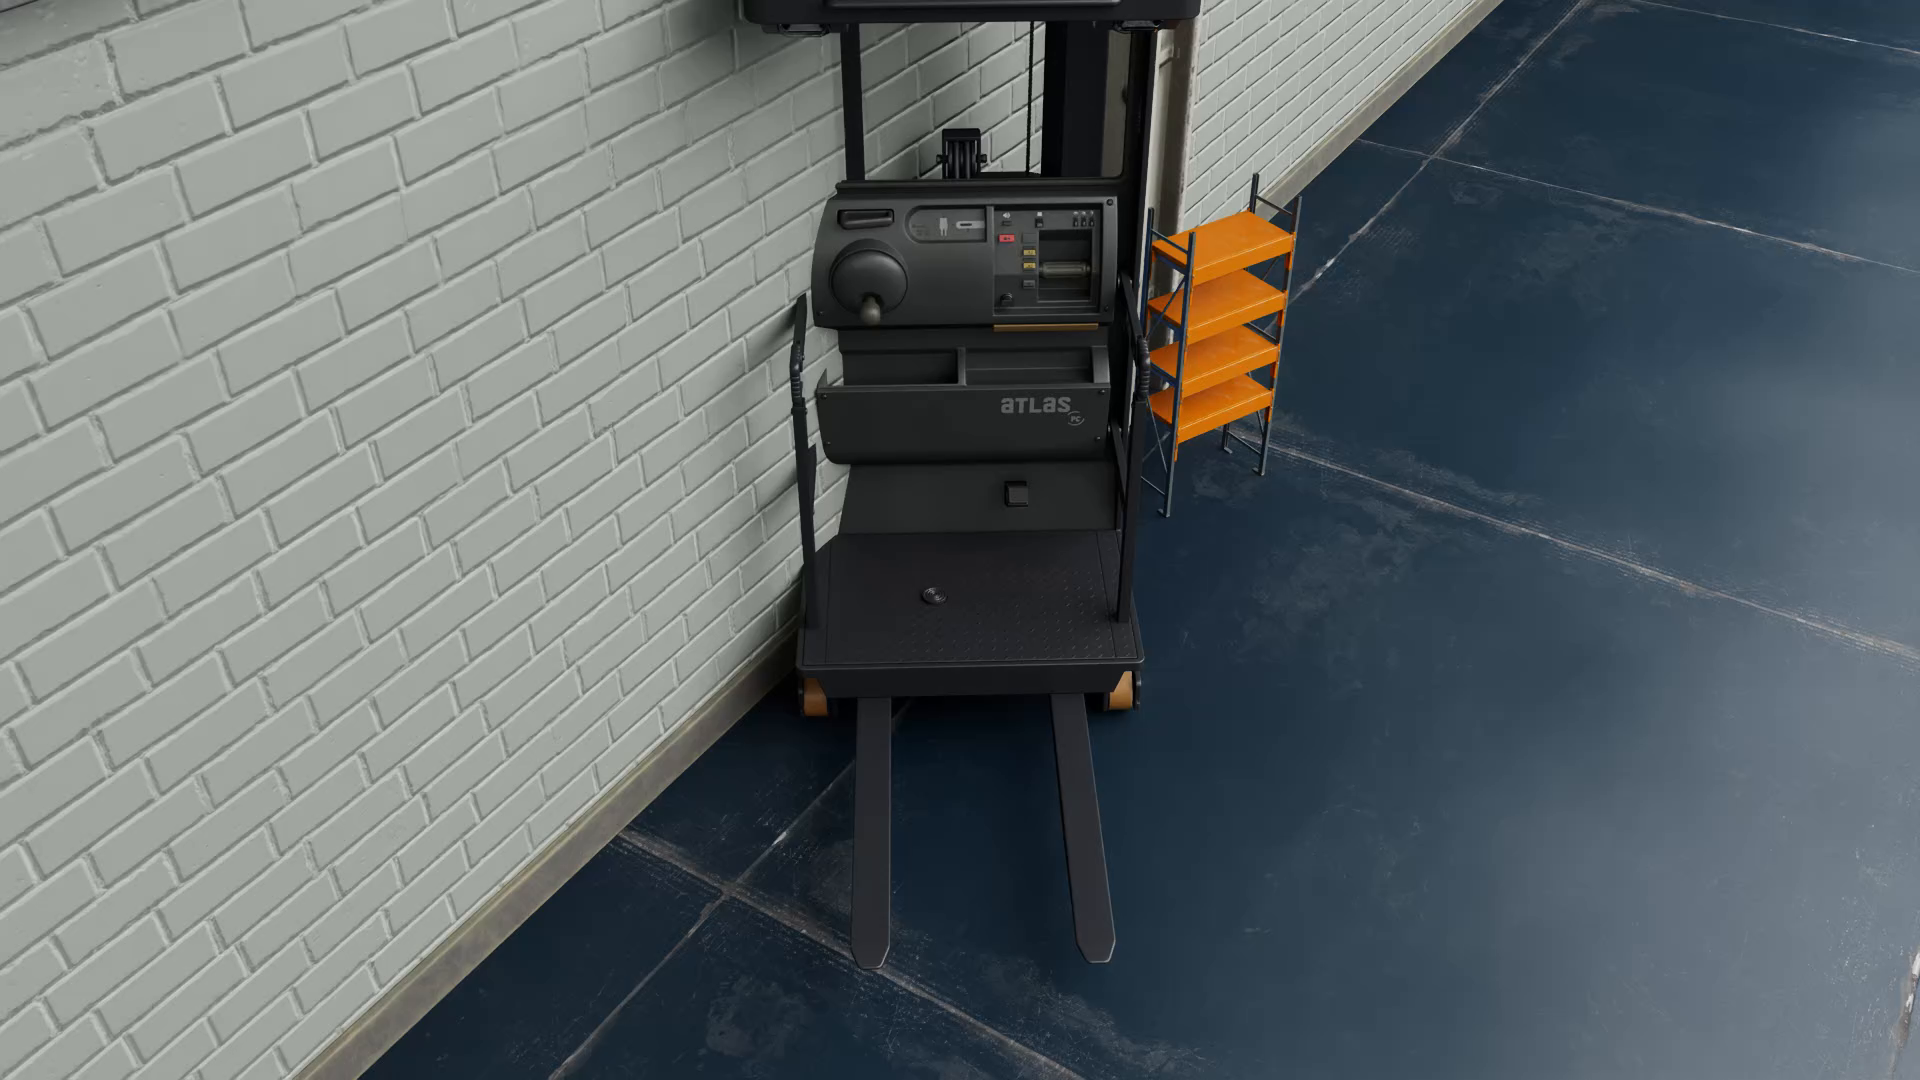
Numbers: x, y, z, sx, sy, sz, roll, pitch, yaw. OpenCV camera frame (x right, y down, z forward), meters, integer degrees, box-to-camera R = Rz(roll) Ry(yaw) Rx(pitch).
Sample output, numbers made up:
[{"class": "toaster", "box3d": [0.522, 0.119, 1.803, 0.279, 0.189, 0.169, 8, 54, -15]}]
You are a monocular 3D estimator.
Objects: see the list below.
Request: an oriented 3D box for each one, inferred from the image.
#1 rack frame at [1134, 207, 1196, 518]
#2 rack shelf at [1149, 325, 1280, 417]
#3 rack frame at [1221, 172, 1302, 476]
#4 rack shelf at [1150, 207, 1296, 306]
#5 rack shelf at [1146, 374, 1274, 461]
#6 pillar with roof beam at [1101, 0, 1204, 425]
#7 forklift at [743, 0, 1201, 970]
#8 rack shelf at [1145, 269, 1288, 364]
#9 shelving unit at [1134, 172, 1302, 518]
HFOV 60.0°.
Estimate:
[{"class": "rack frame", "box3d": [0.728, -0.622, 6.075, 0.015, 1.200, 0.240, -23, 43, -27]}, {"class": "rack shelf", "box3d": [0.929, -0.653, 6.225, 0.480, 0.148, 0.258, -23, 43, -27]}, {"class": "rack frame", "box3d": [1.130, -0.791, 6.293, 0.015, 1.200, 0.240, -23, 43, -27]}, {"class": "rack shelf", "box3d": [0.929, -1.018, 5.944, 0.480, 0.148, 0.258, -23, 43, -27]}, {"class": "rack shelf", "box3d": [0.929, -0.496, 6.346, 0.480, 0.148, 0.258, -23, 43, -27]}, {"class": "pillar with roof beam", "box3d": [4.296, -2.768, 2.469, 9.100, 9.000, 0.400, 21, 42, 25]}, {"class": "forklift", "box3d": [0.019, -0.778, 4.858, 1.130, 2.935, 3.031, -1, 38, -1]}, {"class": "rack shelf", "box3d": [0.929, -0.830, 6.088, 0.480, 0.148, 0.258, -23, 43, -27]}, {"class": "shelving unit", "box3d": [0.929, -0.706, 6.184, 0.503, 1.200, 0.258, -23, 43, -27]}]
